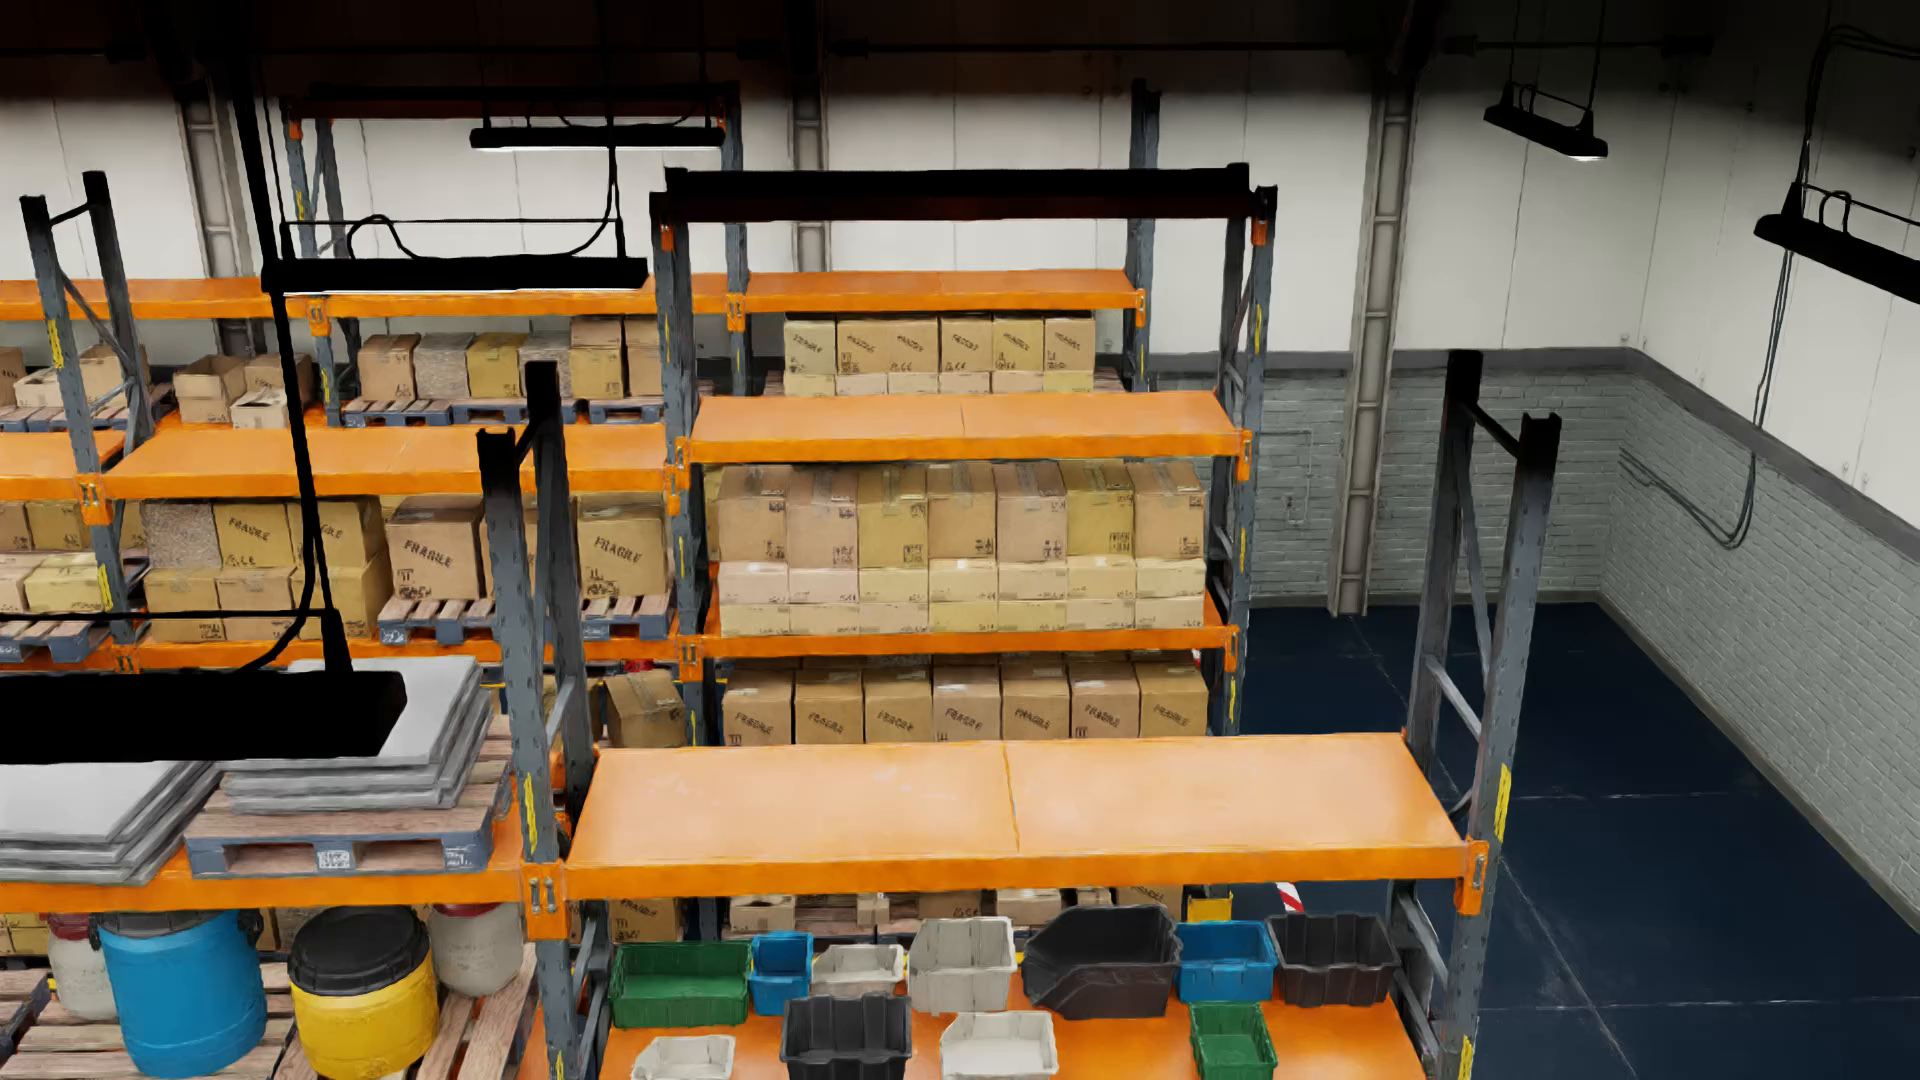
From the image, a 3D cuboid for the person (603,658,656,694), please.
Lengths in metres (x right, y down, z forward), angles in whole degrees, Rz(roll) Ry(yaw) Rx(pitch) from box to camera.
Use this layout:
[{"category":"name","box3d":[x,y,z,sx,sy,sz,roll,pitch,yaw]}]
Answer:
[{"category":"person","box3d":[-2.818,1.603,15.001,0.867,1.666,0.686,1,22,3]}]

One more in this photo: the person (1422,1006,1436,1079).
[{"category":"person","box3d":[2.870,3.515,10.447,1.037,1.517,0.417,0,22,0]}]
